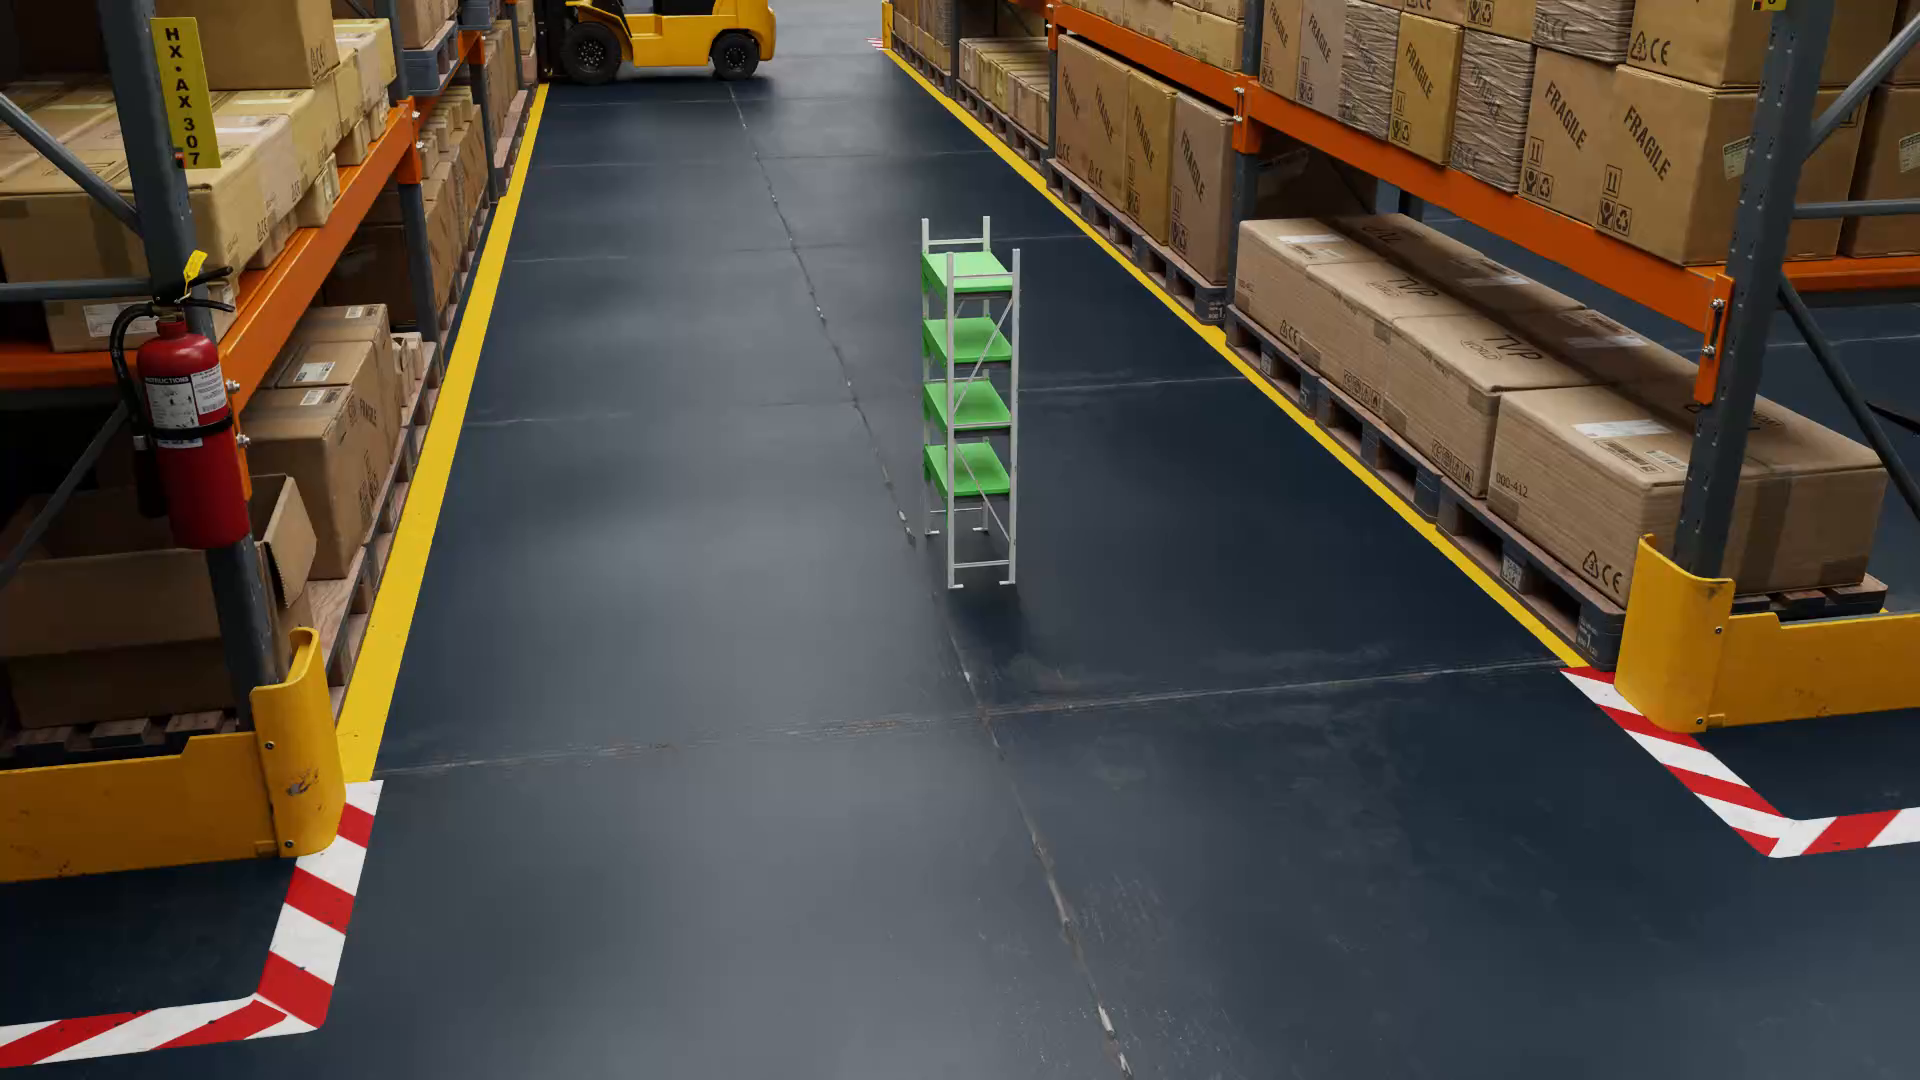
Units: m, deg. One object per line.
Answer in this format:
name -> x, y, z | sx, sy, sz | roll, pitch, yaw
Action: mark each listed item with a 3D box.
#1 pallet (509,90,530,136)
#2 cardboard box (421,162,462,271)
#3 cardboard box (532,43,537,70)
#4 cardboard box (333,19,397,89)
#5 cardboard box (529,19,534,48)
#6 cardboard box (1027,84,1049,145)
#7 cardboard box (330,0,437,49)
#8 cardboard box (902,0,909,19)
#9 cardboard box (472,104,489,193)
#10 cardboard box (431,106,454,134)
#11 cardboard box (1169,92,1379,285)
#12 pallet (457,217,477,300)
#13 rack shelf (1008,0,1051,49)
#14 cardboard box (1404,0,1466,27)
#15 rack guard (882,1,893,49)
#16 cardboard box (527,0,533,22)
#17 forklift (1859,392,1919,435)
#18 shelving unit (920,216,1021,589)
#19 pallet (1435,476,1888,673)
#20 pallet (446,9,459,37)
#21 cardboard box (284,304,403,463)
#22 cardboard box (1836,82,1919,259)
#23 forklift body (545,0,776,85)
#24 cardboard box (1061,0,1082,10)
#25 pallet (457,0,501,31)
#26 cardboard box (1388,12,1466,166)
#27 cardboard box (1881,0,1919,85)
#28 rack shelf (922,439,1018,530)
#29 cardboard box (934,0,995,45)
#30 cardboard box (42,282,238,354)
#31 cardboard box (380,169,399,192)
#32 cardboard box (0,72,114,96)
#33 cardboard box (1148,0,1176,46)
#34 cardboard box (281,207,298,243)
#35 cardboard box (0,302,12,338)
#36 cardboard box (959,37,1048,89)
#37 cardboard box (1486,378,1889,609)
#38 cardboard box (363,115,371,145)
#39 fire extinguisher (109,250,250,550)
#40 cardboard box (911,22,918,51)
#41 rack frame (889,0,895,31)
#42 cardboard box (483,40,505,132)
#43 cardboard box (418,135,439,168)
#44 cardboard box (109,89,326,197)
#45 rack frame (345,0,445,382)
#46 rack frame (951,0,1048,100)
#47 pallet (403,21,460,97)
pallet -> -4.290, -3.702, 14.462 | 1.003, 0.211, 1.213 | -4, 24, -10
cardboard box -> -3.050, -1.779, 9.174 | 0.500, 0.500, 0.500 | -5, 24, -11
cardboard box -> -4.338, -4.612, 15.974 | 0.500, 0.250, 0.500 | -5, 24, -11
cardboard box -> -2.651, -2.005, 6.909 | 0.500, 0.250, 0.500 | -4, 24, -8
cardboard box -> -4.346, -4.839, 15.869 | 0.500, 0.250, 0.500 | -4, 24, -10
cardboard box -> 1.058, -3.273, 12.756 | 0.950, 0.372, 0.625 | -6, 24, -13
cardboard box -> -2.855, -2.565, 7.726 | 0.700, 0.500, 0.500 | -4, 24, -8
cardboard box -> -0.344, -5.932, 18.059 | 0.500, 0.500, 0.500 | -5, 24, -12
cardboard box -> -3.436, -2.590, 11.031 | 0.500, 0.500, 0.500 | -4, 24, -8
cardboard box -> -3.294, -2.543, 10.113 | 0.380, 0.149, 0.250 | -4, 24, -8
cardboard box -> 1.699, -1.945, 9.087 | 0.875, 0.875, 0.875 | -4, 24, -8
pallet -> -3.402, -1.640, 9.742 | 1.003, 0.211, 1.213 | -4, 24, -10
rack shelf -> 0.783, -4.519, 13.748 | 1.077, 0.370, 4.000 | -4, 24, -10
cardboard box -> 2.004, -2.188, 6.137 | 0.500, 0.500, 0.500 | -4, 24, -10
rack guard -> -0.313, -6.033, 19.440 | 1.175, 0.500, 0.348 | -4, 24, -10
cardboard box -> -4.330, -5.073, 15.778 | 0.500, 0.250, 0.500 | -4, 24, -10
forklift -> 4.605, -1.240, 5.427 | 1.130, 2.935, 3.031 | -8, 25, -18
shelving unit -> 0.031, -0.485, 5.861 | 0.258, 1.200, 0.503 | -4, 24, -10
pallet -> 2.407, 0.054, 5.863 | 1.003, 0.211, 1.213 | -4, 24, -10
pallet -> -3.361, -2.841, 9.246 | 1.003, 0.211, 1.213 | -4, 24, -10
cardboard box -> -2.577, -0.589, 6.448 | 0.700, 0.500, 0.500 | -5, 24, -12
cardboard box -> 2.825, -1.171, 5.059 | 0.500, 0.500, 0.500 | -4, 24, -10
forklift body -> -3.061, -5.840, 16.935 | 2.313, 2.155, 1.214 | -4, 24, -10
cardboard box -> 0.996, -3.782, 11.350 | 0.500, 0.250, 0.500 | -5, 24, -11
pallet -> -3.531, -3.344, 10.398 | 1.213, 0.211, 1.003 | -4, 24, -10
cardboard box -> 1.991, -1.734, 6.347 | 0.500, 0.500, 0.500 | -4, 24, -8
cardboard box -> 2.823, -1.629, 4.859 | 0.500, 0.500, 0.500 | -5, 24, -11
rack shelf -> 0.031, -0.206, 5.982 | 0.258, 0.148, 0.480 | -4, 24, -10
cardboard box -> 0.040, -5.124, 16.209 | 0.500, 0.500, 0.500 | -5, 24, -10
cardboard box -> -2.037, -0.581, 4.147 | 0.380, 0.149, 0.250 | -4, 24, -10
cardboard box -> -2.850, -1.757, 7.941 | 0.380, 0.149, 0.250 | -5, 24, -11
cardboard box -> -2.869, -1.379, 5.476 | 0.500, 0.250, 0.500 | -4, 24, -10
cardboard box -> 1.394, -2.978, 9.509 | 0.500, 0.250, 0.500 | -5, 24, -11
cardboard box -> -2.253, -0.987, 5.075 | 0.380, 0.149, 0.250 | -4, 24, -9
cardboard box -> -2.571, -0.542, 4.057 | 0.380, 0.149, 0.250 | -5, 24, -10
cardboard box -> 0.512, -4.418, 15.376 | 0.950, 0.372, 0.625 | -4, 24, -9
cardboard box -> 2.411, -0.186, 5.604 | 0.875, 0.438, 0.875 | -5, 24, -12
cardboard box -> -2.515, -1.592, 6.461 | 0.380, 0.149, 0.250 | -4, 24, -8
fire extinguisher -> -1.764, -0.317, 3.790 | 0.296, 0.674, 0.183 | -4, 24, -10
cardboard box -> -0.249, -5.388, 17.751 | 0.500, 0.250, 0.500 | -3, 24, -6
rack frame -> -0.327, -7.209, 19.008 | 1.000, 3.000, 0.127 | -4, 24, -10
cardboard box -> -4.080, -3.565, 13.107 | 0.875, 0.625, 0.625 | -5, 24, -12
cardboard box -> -3.093, -2.134, 9.176 | 0.380, 0.149, 0.250 | -3, 24, -8
cardboard box -> -2.255, -1.210, 5.089 | 0.500, 0.250, 0.500 | -5, 24, -11
rack frame -> -2.985, -2.120, 7.356 | 1.000, 3.000, 0.127 | -4, 24, -10
rack frame -> 0.413, -5.635, 15.406 | 1.000, 3.000, 0.127 | -4, 24, -10
pallet -> -3.026, -2.354, 8.133 | 1.003, 0.211, 1.213 | -4, 24, -10
